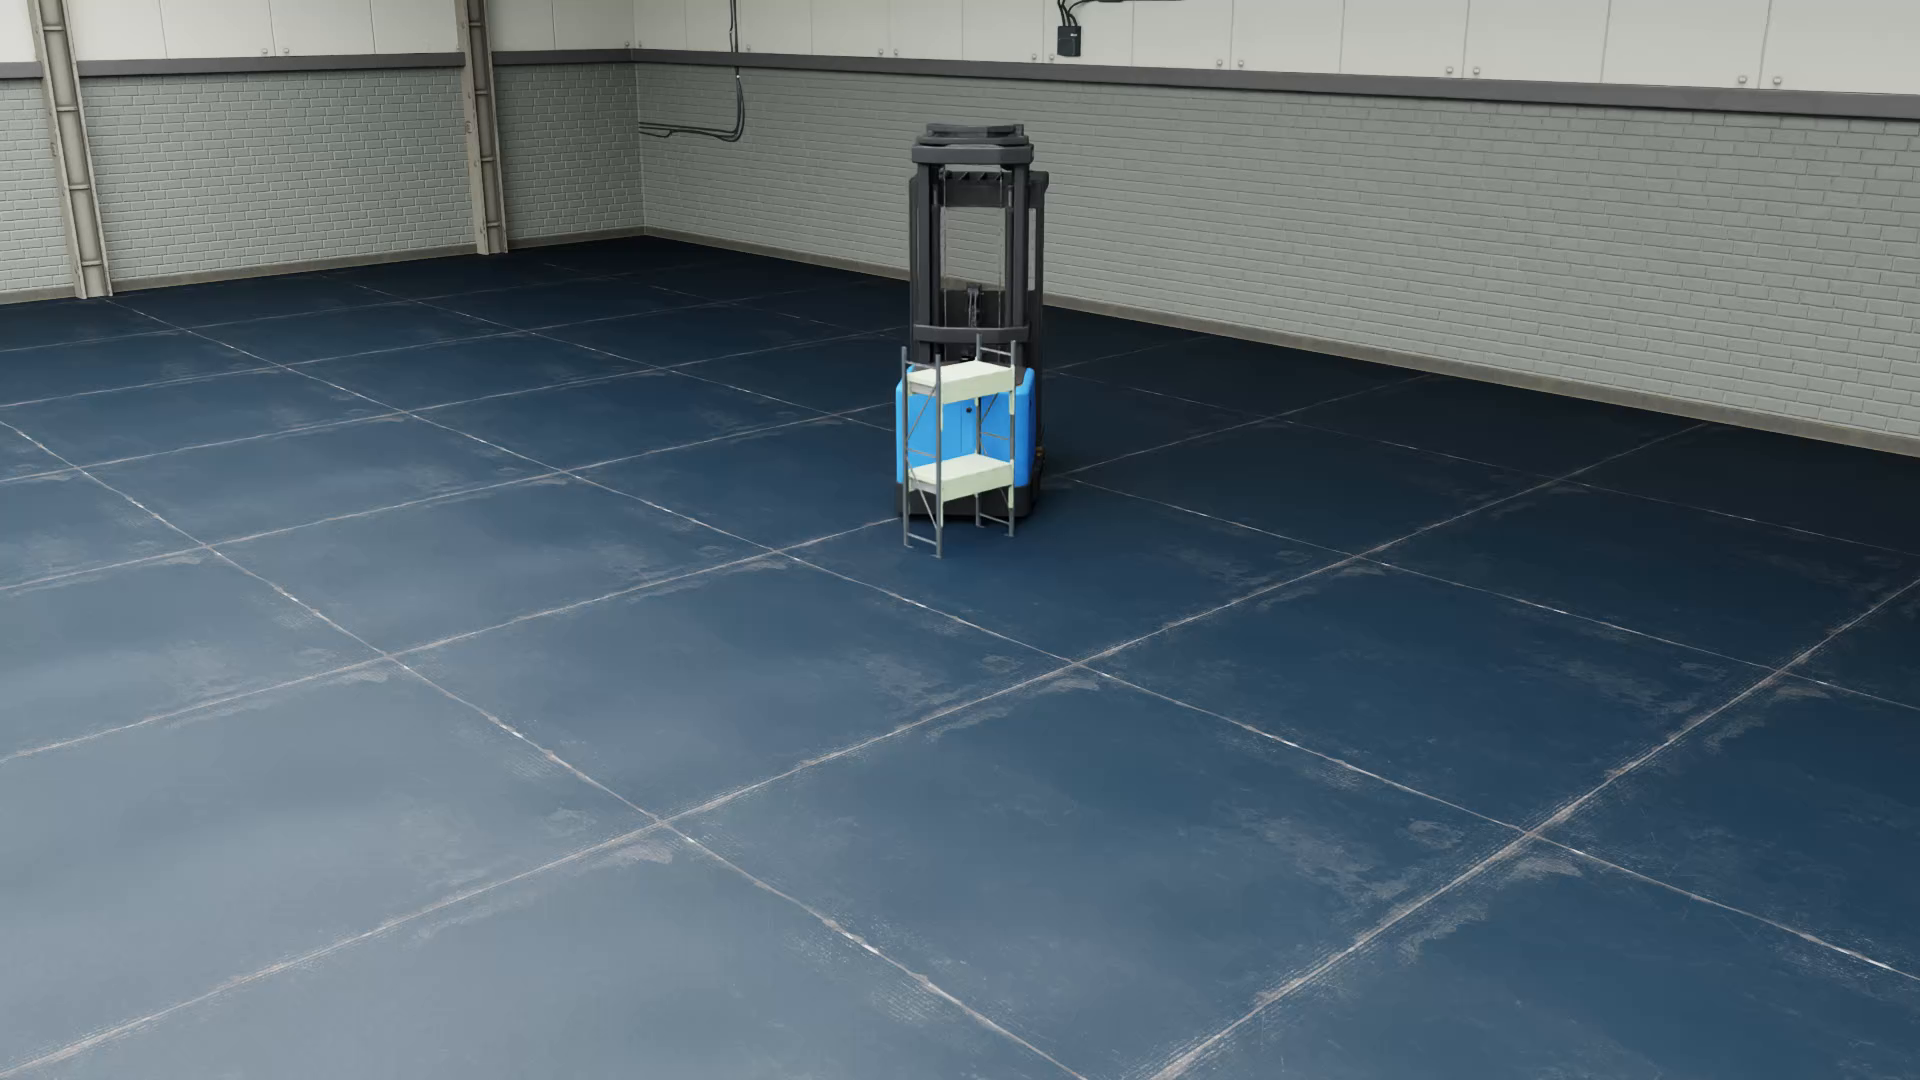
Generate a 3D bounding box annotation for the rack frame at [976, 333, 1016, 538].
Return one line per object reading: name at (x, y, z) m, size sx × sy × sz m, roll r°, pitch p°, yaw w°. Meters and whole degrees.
rack frame at (0.265, -0.774, 12.441) m, size 0.023 × 1.500 × 0.400 m, roll -16°, pitch 24°, yaw -40°

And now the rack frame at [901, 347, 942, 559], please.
rack frame at (-0.275, -0.622, 11.971) m, size 0.023 × 1.500 × 0.400 m, roll -16°, pitch 24°, yaw -40°

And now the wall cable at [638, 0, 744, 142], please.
wall cable at (-4.469, -7.753, 26.840) m, size 0.112 × 2.526 × 3.097 m, roll -16°, pitch 24°, yaw -41°

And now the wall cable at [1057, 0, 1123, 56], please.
wall cable at (2.042, -8.717, 19.265) m, size 0.169 × 6.003 × 2.305 m, roll -16°, pitch 24°, yaw -41°

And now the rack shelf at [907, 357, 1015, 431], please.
rack shelf at (-0.005, -1.069, 12.085) m, size 0.720 × 0.370 × 0.431 m, roll -16°, pitch 24°, yaw -40°

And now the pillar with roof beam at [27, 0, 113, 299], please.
pillar with roof beam at (-8.920, -6.666, 18.453) m, size 0.400 × 9.000 × 9.100 m, roll -16°, pitch 24°, yaw -41°

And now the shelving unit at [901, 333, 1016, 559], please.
shelving unit at (-0.005, -0.698, 12.206) m, size 0.755 × 1.500 × 0.431 m, roll -16°, pitch 24°, yaw -40°

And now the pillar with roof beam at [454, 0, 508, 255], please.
pillar with roof beam at (-4.561, -7.937, 22.374) m, size 0.400 × 9.000 × 9.100 m, roll -16°, pitch 24°, yaw -41°

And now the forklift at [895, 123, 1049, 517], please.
forklift at (0.159, -1.980, 13.839) m, size 1.130 × 2.935 × 3.031 m, roll 2°, pitch 18°, yaw 5°

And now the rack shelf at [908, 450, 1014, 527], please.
rack shelf at (-0.005, -0.388, 12.306) m, size 0.720 × 0.370 × 0.431 m, roll -16°, pitch 24°, yaw -40°
